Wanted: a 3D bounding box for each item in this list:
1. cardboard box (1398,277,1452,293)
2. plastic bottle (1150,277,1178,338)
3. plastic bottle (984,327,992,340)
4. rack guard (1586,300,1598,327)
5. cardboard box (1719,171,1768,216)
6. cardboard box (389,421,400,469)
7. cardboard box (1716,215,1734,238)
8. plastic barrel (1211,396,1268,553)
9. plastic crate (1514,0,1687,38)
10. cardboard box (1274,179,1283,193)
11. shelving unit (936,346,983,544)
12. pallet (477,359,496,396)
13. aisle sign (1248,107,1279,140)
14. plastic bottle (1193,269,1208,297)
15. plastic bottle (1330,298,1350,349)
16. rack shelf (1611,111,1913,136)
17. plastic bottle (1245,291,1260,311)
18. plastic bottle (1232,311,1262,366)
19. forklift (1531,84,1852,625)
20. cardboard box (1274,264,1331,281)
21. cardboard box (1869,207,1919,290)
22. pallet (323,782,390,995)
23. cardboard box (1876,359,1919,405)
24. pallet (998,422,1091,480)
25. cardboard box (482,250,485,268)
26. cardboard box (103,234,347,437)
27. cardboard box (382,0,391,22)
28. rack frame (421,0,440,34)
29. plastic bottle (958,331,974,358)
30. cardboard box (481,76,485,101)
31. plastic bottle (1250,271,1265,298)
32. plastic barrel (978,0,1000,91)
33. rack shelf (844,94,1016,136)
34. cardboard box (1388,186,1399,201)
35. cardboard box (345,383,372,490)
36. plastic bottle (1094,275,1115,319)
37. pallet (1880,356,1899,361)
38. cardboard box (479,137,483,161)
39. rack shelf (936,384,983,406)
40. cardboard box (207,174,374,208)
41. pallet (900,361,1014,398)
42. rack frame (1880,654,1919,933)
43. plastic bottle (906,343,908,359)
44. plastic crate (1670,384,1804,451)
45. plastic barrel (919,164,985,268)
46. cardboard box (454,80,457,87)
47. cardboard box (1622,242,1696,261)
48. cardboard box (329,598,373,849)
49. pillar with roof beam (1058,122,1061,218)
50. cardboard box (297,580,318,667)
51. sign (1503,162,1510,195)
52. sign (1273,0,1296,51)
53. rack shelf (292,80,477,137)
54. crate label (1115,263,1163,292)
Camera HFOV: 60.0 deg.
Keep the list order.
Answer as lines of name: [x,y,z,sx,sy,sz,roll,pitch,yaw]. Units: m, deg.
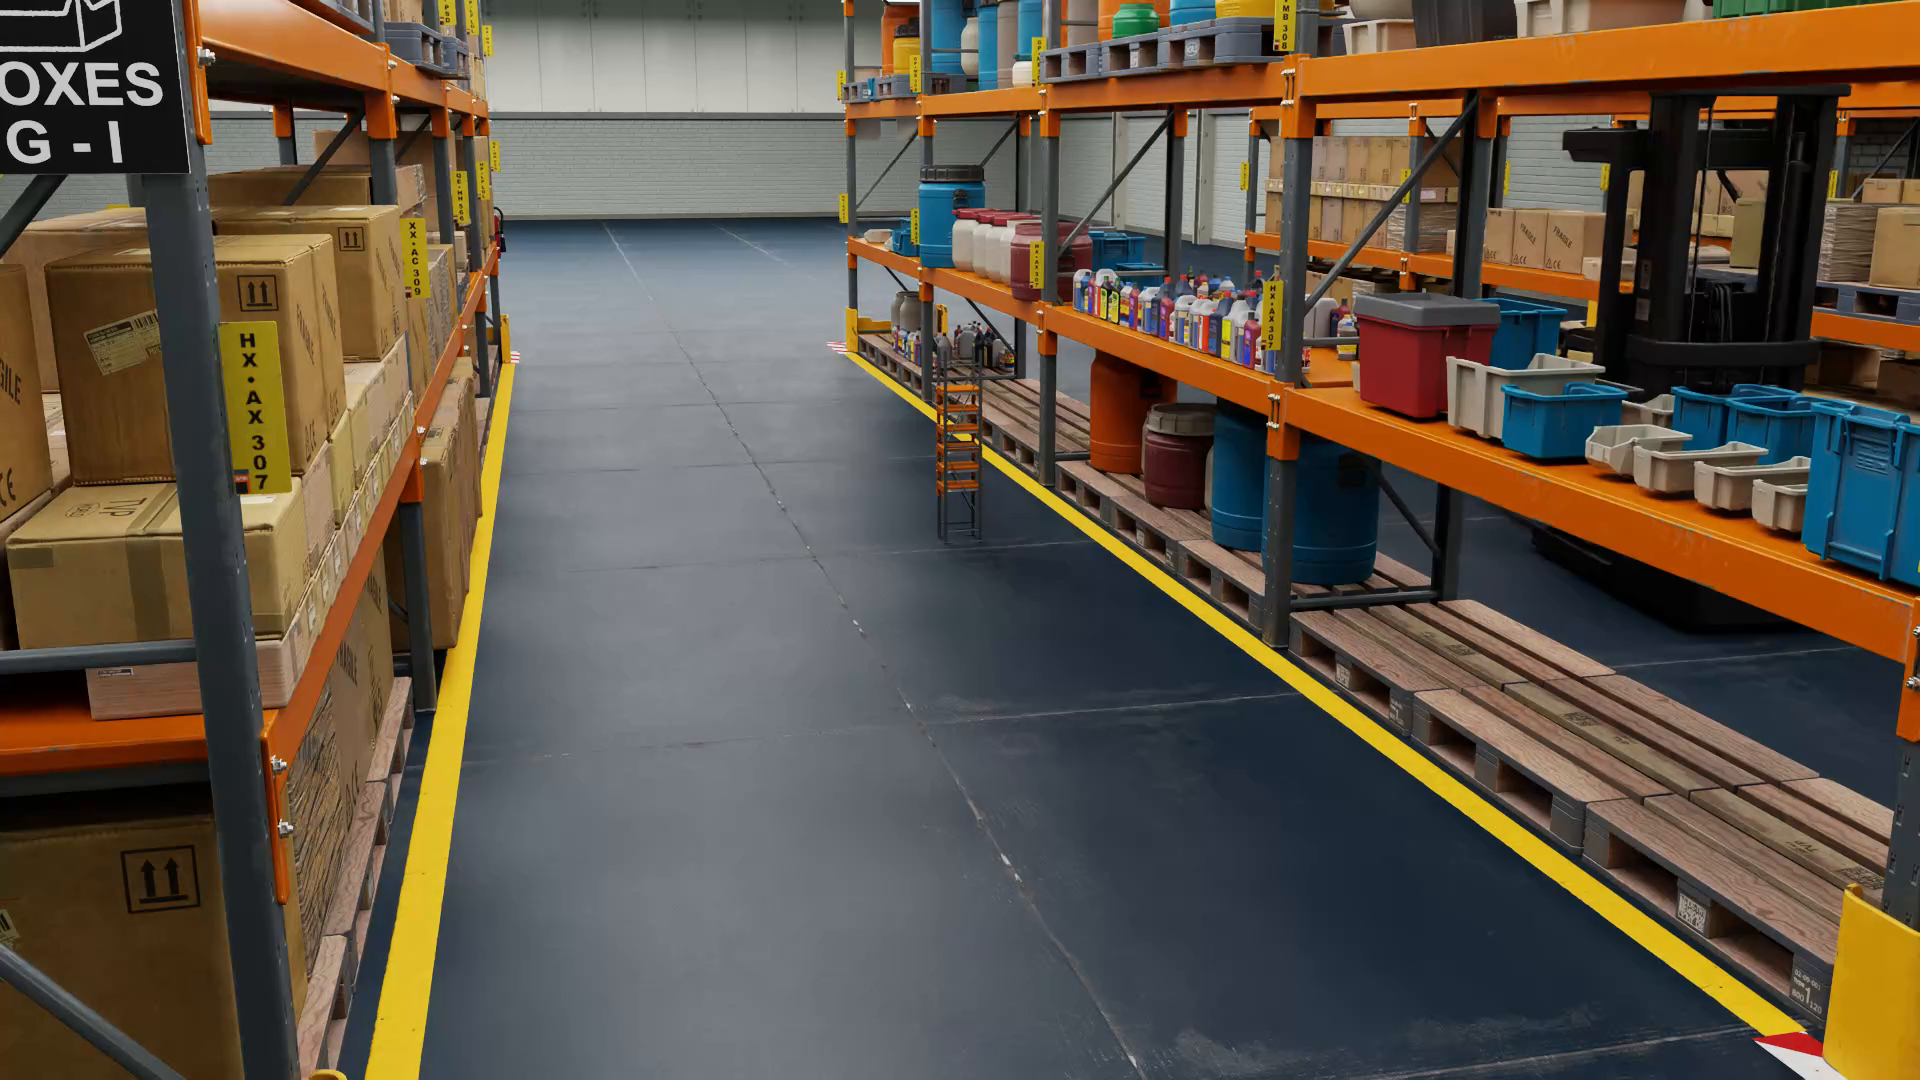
cardboard box: [5.018,-2.549,17.870,0.500,0.500,0.500,-3,14,-13]
plastic bottle: [1.219,-1.381,9.862,0.144,0.351,0.185,-3,14,-13]
plastic bottle: [0.302,-1.982,16.874,0.144,0.351,0.185,-4,14,-16]
rack guard: [8.841,-3.045,21.839,1.175,0.500,0.348,-3,14,-13]
cardboard box: [9.120,-3.979,19.087,0.500,0.500,0.500,-4,14,-15]
cardboard box: [-2.232,-0.329,5.981,0.380,0.149,0.250,-3,14,-12]
cardboard box: [9.114,-3.614,19.174,0.500,0.250,0.500,-3,14,-13]
plastic barrel: [1.734,-0.431,9.408,0.600,0.901,0.708,-3,14,-13]
plastic crate: [2.224,-1.826,5.815,0.437,0.136,0.530,-3,14,-13]
cardboard box: [3.956,-4.201,19.723,0.380,0.149,0.250,-4,14,-15]
shelving unit: [-0.003,-0.586,10.298,0.258,1.200,0.189,-3,14,-13]
pallet: [-5.164,-1.607,16.558,1.003,0.211,1.213,-3,14,-13]
aisle sign: [3.695,-5.261,20.164,0.394,0.787,0.004,-3,14,-13]
plastic bottle: [1.636,-1.700,11.311,0.061,0.283,0.133,-3,14,-13]
plastic bottle: [2.131,-1.213,9.319,0.061,0.283,0.133,-3,14,-13]
rack shelf: [9.293,-4.924,19.455,1.077,0.370,4.000,-3,14,-13]
plastic bottle: [1.574,-1.177,9.029,0.144,0.351,0.185,-3,14,-13]
plastic bottle: [1.519,-1.054,8.681,0.152,0.276,0.135,-3,14,-13]
forklift: [4.081,-1.292,9.539,1.130,2.935,3.031,-1,14,-4]
cardboard box: [4.038,-2.981,19.639,0.500,0.500,0.500,-3,14,-13]
cardboard box: [6.352,-1.889,10.742,0.700,0.500,0.500,-7,16,-27]
pallet: [-2.411,1.136,5.334,1.003,0.211,1.213,-3,14,-13]
cardboard box: [6.597,-1.067,11.235,0.500,0.250,0.500,-4,14,-14]
pallet: [0.928,-0.706,12.871,1.003,0.211,1.213,-3,14,-13]
cardboard box: [-4.486,-2.529,14.987,0.380,0.149,0.250,-3,14,-13]
cardboard box: [-1.959,-0.554,4.484,0.500,0.500,0.500,-4,14,-15]
cardboard box: [-3.242,-2.845,8.328,0.797,0.503,0.637,-3,14,-14]
rack frame: [-3.743,-4.518,9.958,1.000,3.000,0.127,-3,14,-13]
plastic bottle: [0.064,-2.030,17.227,0.152,0.276,0.135,-3,14,-13]
cardboard box: [-5.141,-4.621,17.017,0.500,0.250,0.500,-3,14,-13]
plastic bottle: [1.847,-1.483,10.282,0.144,0.351,0.185,-3,14,-13]
plastic barrel: [0.463,-4.398,14.731,0.600,0.901,0.708,-3,14,-13]
rack shelf: [-0.337,-4.371,17.195,1.077,0.370,4.000,-3,14,-13]
cardboard box: [4.620,-3.549,17.056,0.380,0.149,0.250,-4,14,-14]
cardboard box: [-2.085,-0.311,5.069,0.500,0.250,0.500,-4,14,-14]
plastic bottle: [0.968,-1.595,10.895,0.152,0.276,0.135,-3,14,-13]
pallet: [9.947,-1.820,17.433,1.003,0.211,1.213,-3,14,-13]
cardboard box: [-4.776,-3.554,15.708,0.500,0.500,0.500,-3,14,-13]
rack shelf: [-0.003,-0.893,10.223,0.258,0.103,0.180,-3,14,-13]
cardboard box: [-2.961,-1.363,7.363,0.797,0.503,0.637,-4,14,-15]
pallet: [0.015,-1.605,16.551,1.003,0.211,1.213,-3,14,-13]
rack frame: [2.951,-0.034,4.246,1.000,3.000,0.127,-3,14,-13]
plastic bottle: [-0.509,-1.971,17.145,0.097,0.201,0.097,0,14,0]
plastic crate: [2.833,-0.430,6.093,0.416,0.233,0.300,-3,14,-13]
plastic barrel: [-0.071,-2.940,15.083,0.600,0.901,0.708,-3,14,-13]
cardboard box: [-3.856,-3.347,11.801,0.500,0.250,0.500,-3,14,-12]
cardboard box: [5.866,-2.329,13.826,0.500,0.311,0.500,-3,14,-14]
cardboard box: [-2.515,0.512,5.604,0.875,0.875,0.875,-3,14,-13]
pillar with roof beam: [-1.402,-13.759,47.784,9.100,9.000,0.548,-3,14,-13]
cardboard box: [-1.688,0.205,3.798,0.380,0.149,0.250,-3,14,-14]
sign: [5.473,-3.634,16.708,0.100,0.325,0.005,-3,14,-13]
sign: [1.476,-2.388,7.542,0.100,0.325,0.005,-3,14,-13]
rack shelf: [-4.212,-3.172,12.288,1.077,0.370,4.000,-3,14,-13]
crate label: [1.337,-1.916,12.303,0.303,0.233,0.416,-3,14,-13]
